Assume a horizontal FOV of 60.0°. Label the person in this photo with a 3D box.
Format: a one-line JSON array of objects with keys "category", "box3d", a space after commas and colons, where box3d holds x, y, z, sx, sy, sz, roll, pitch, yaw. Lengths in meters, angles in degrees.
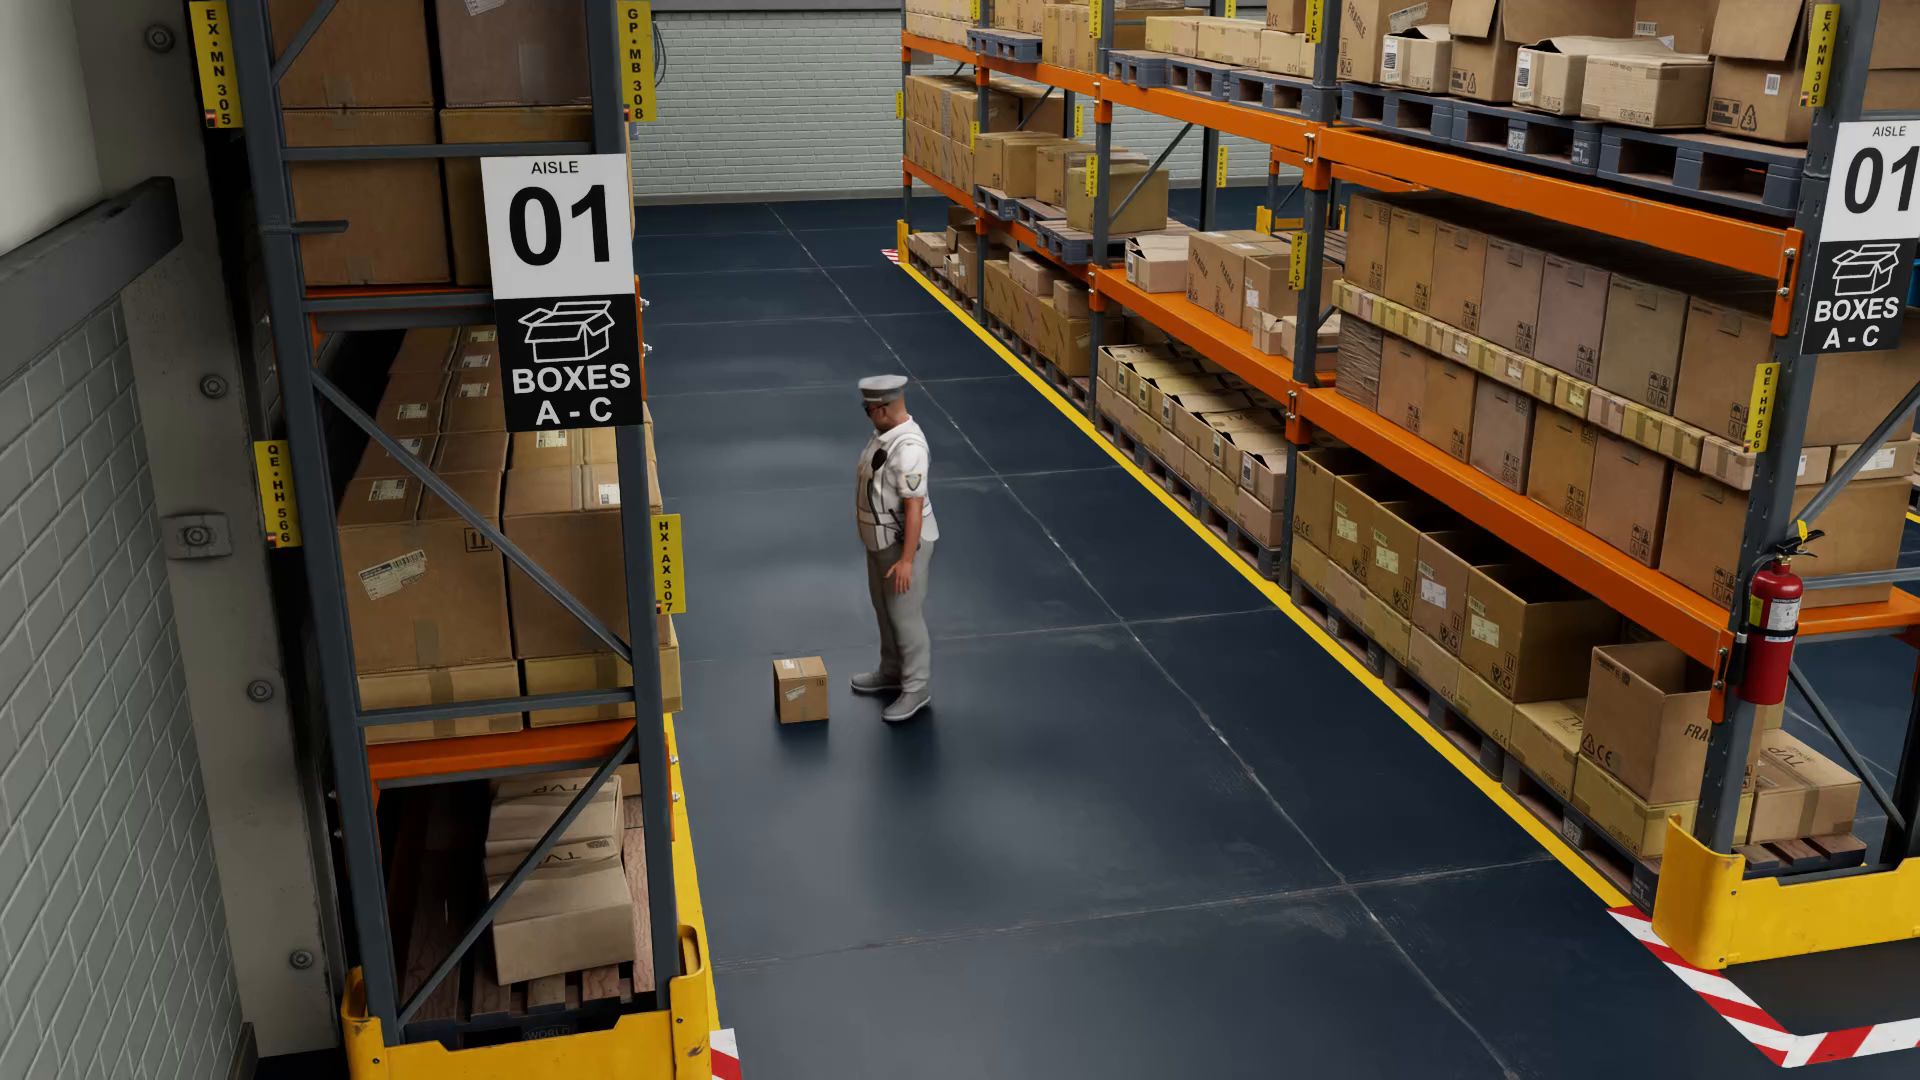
[{"category": "person", "box3d": [-0.320, 0.025, 8.453, 0.400, 1.758, 0.610, -7, 21, -20]}]
